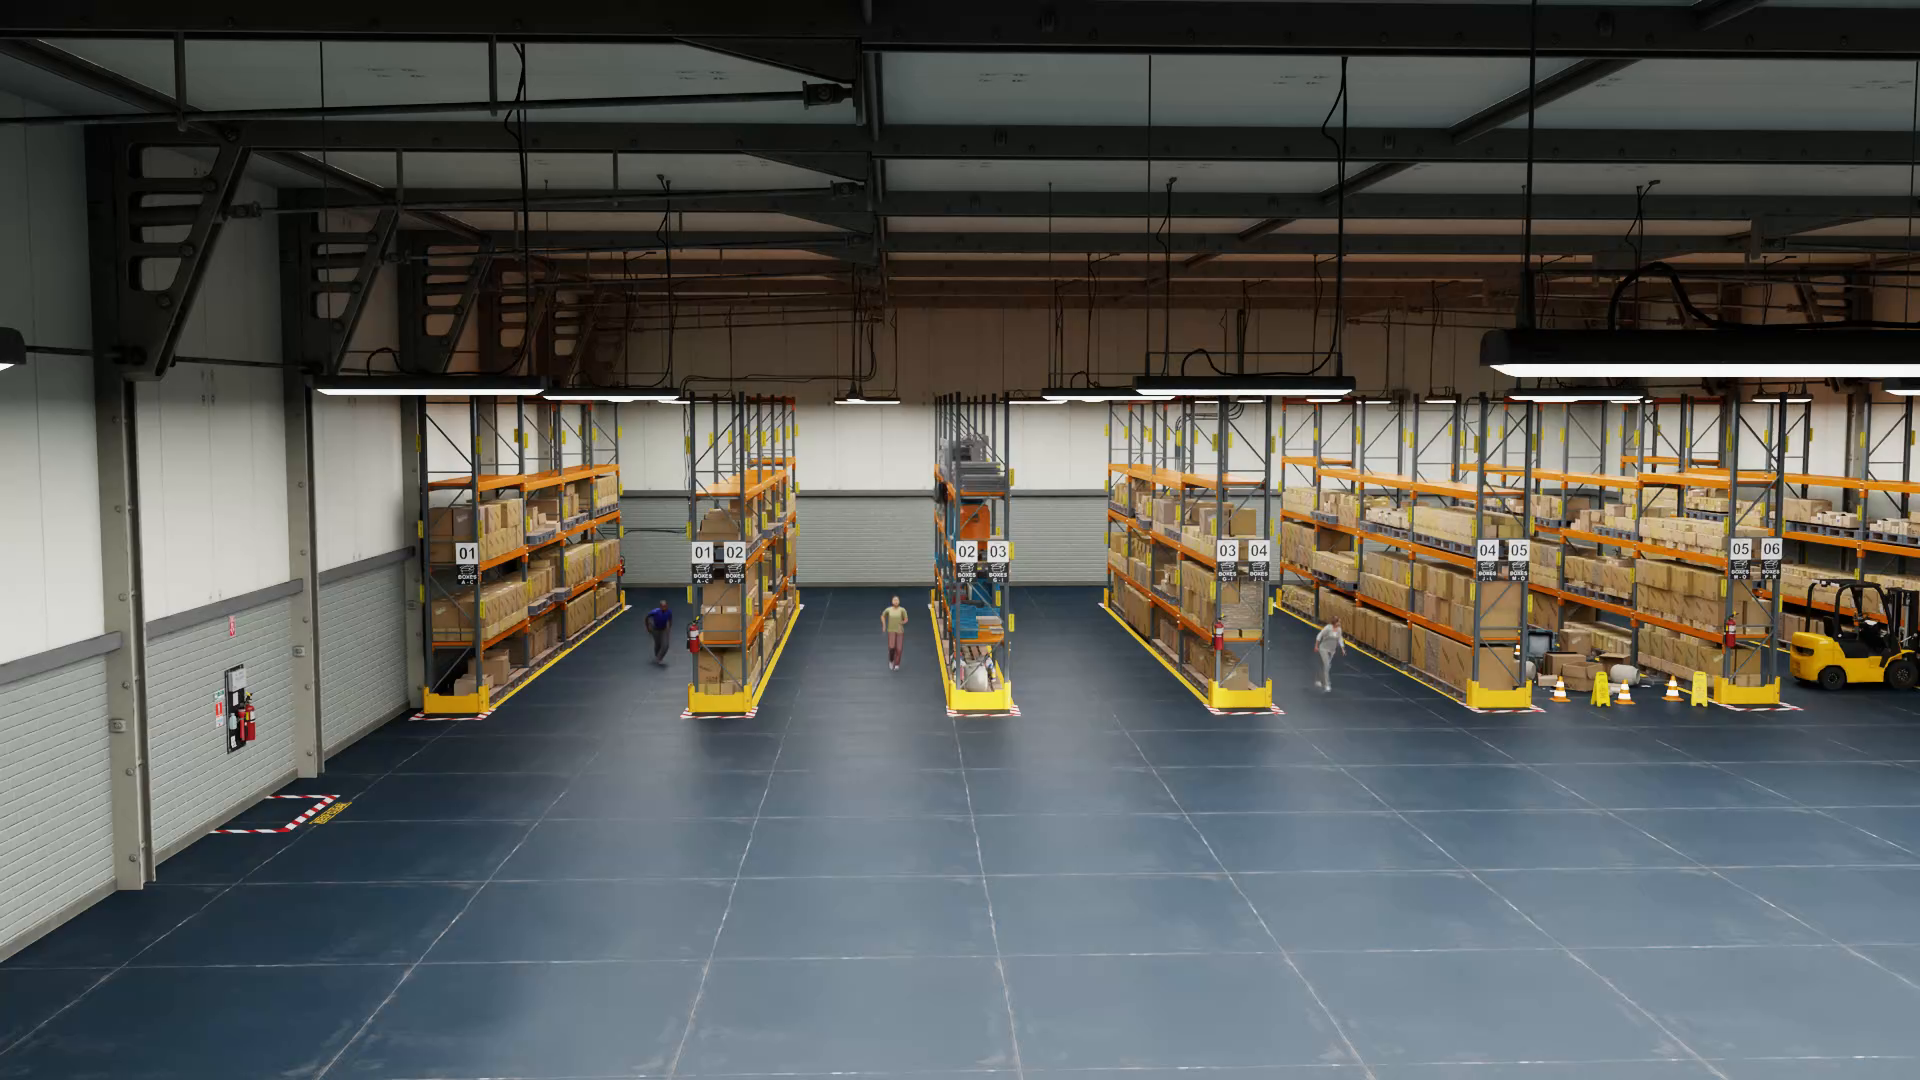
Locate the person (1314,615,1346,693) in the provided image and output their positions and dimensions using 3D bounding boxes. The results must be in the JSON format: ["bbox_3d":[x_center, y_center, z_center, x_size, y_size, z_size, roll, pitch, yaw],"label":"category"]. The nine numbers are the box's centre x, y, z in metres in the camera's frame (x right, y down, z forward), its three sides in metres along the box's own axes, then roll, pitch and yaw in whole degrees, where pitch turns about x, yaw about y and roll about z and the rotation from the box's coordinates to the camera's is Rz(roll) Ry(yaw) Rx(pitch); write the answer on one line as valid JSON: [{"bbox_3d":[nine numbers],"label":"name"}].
[{"bbox_3d":[7.461,2.271,33.698,0.496,1.561,0.773,-2,5,-20],"label":"person"}]

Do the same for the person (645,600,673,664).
[{"bbox_3d":[-6.683,2.045,36.900,0.596,1.475,0.787,-2,5,-26],"label":"person"}]

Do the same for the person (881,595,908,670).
[{"bbox_3d":[-1.401,2.008,35.967,0.574,1.628,0.605,0,5,-6],"label":"person"}]
